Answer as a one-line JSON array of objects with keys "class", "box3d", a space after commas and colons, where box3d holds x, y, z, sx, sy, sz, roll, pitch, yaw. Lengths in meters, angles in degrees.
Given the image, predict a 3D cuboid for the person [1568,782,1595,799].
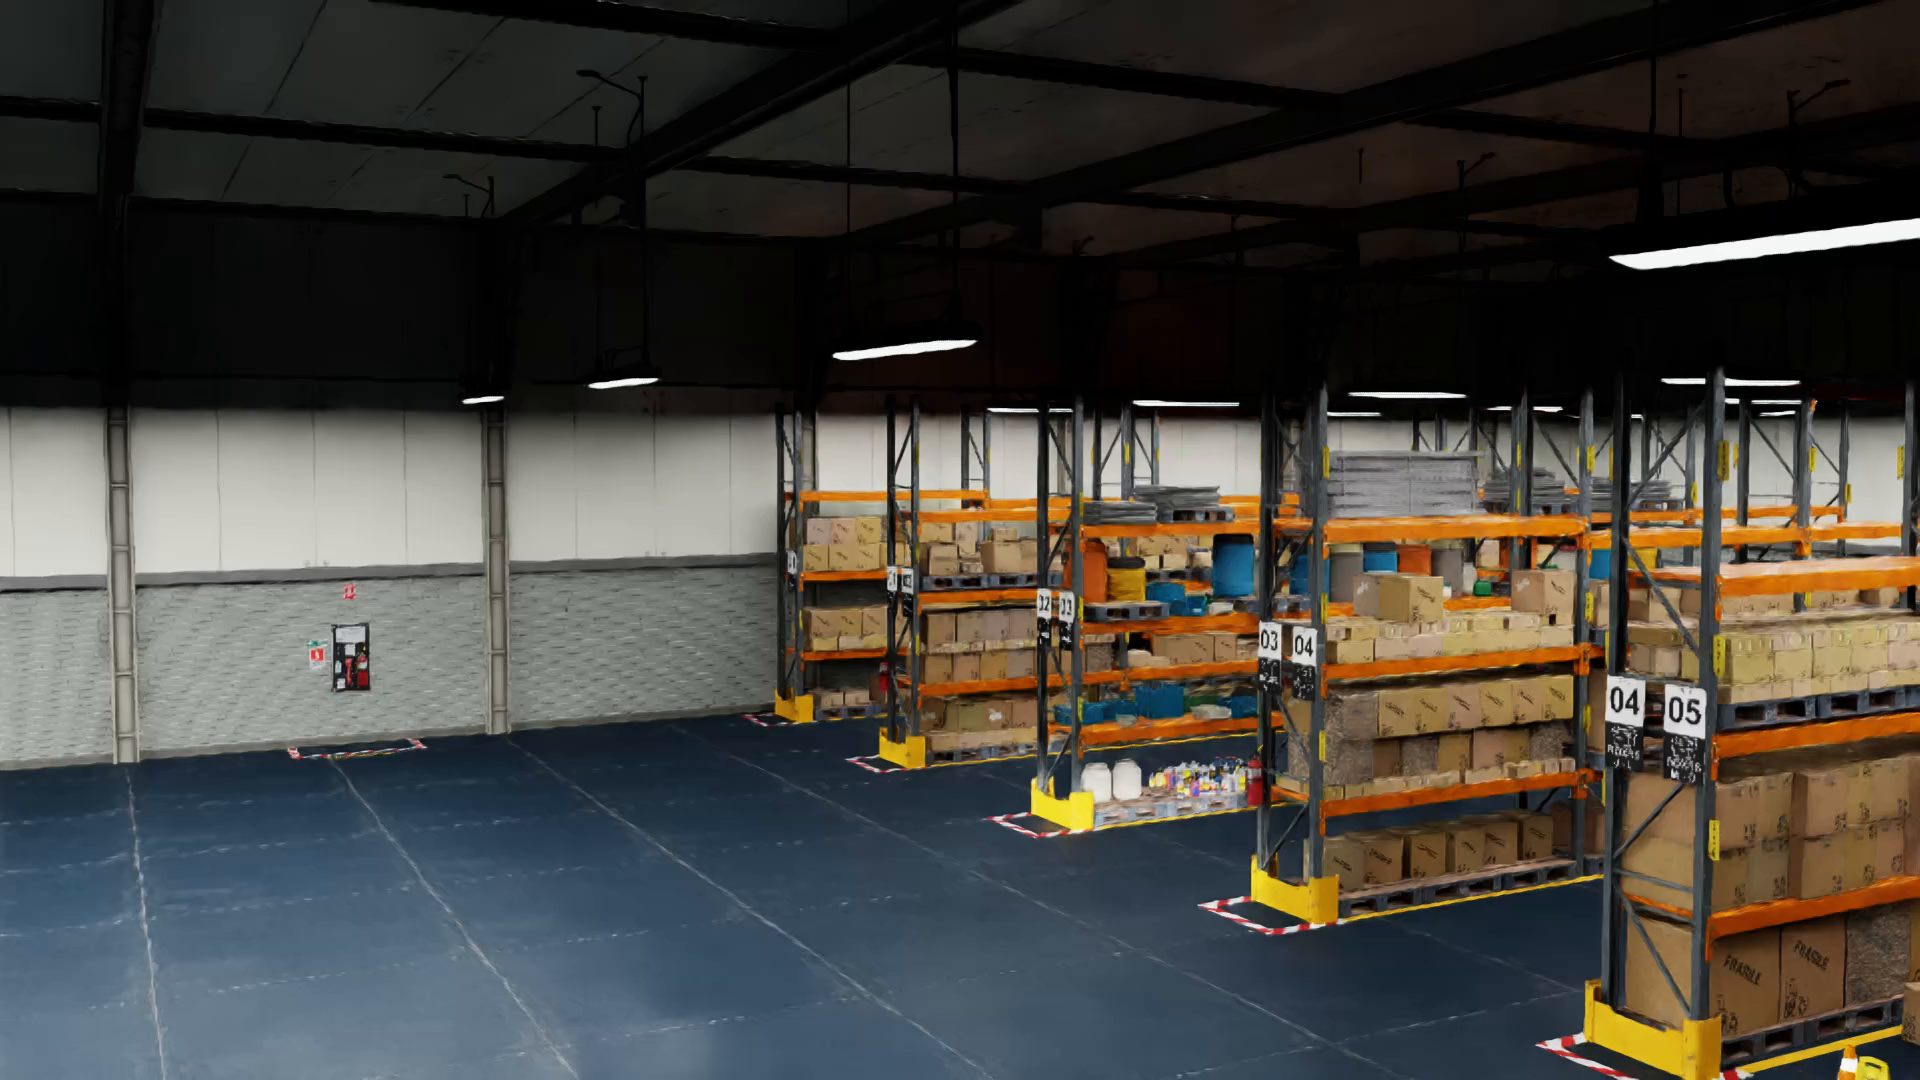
[{"class": "person", "box3d": [8.392, 3.079, 22.633, 1.090, 1.583, 0.497, -2, 4, -25]}]
